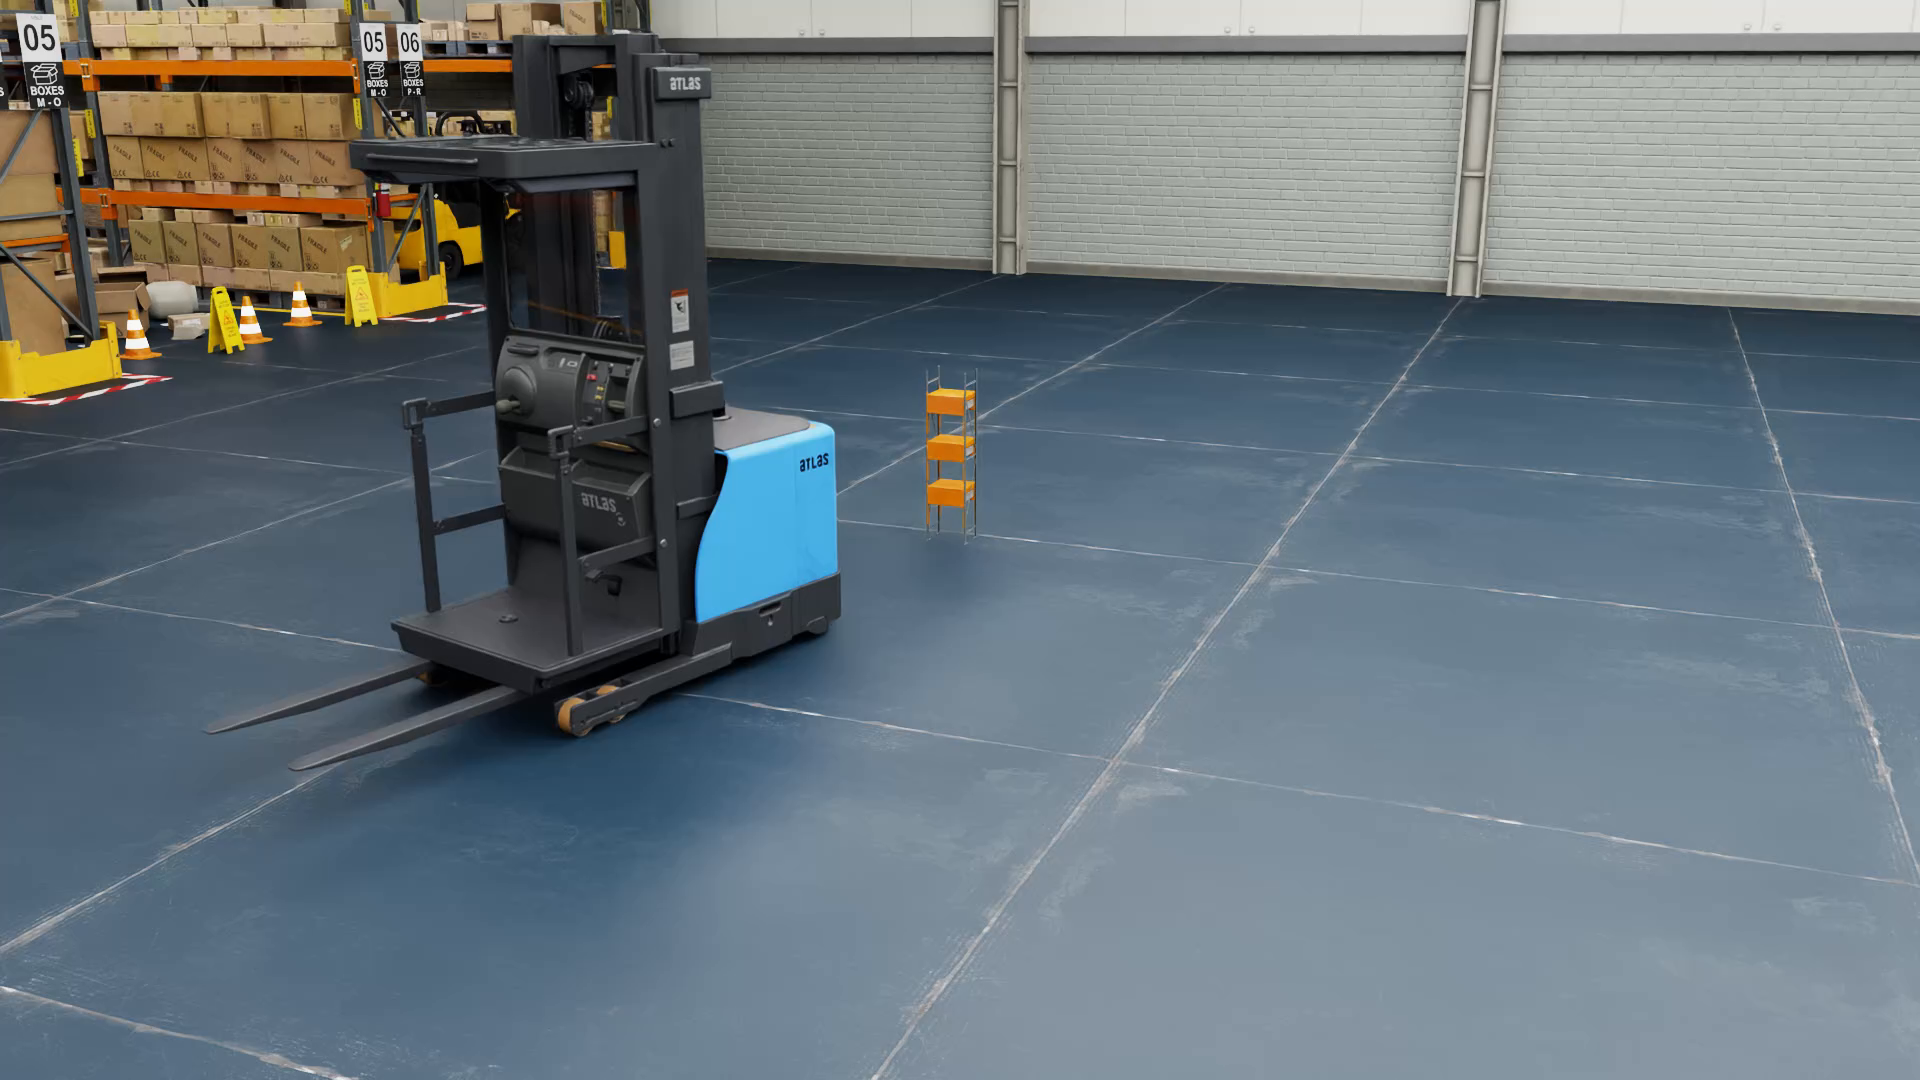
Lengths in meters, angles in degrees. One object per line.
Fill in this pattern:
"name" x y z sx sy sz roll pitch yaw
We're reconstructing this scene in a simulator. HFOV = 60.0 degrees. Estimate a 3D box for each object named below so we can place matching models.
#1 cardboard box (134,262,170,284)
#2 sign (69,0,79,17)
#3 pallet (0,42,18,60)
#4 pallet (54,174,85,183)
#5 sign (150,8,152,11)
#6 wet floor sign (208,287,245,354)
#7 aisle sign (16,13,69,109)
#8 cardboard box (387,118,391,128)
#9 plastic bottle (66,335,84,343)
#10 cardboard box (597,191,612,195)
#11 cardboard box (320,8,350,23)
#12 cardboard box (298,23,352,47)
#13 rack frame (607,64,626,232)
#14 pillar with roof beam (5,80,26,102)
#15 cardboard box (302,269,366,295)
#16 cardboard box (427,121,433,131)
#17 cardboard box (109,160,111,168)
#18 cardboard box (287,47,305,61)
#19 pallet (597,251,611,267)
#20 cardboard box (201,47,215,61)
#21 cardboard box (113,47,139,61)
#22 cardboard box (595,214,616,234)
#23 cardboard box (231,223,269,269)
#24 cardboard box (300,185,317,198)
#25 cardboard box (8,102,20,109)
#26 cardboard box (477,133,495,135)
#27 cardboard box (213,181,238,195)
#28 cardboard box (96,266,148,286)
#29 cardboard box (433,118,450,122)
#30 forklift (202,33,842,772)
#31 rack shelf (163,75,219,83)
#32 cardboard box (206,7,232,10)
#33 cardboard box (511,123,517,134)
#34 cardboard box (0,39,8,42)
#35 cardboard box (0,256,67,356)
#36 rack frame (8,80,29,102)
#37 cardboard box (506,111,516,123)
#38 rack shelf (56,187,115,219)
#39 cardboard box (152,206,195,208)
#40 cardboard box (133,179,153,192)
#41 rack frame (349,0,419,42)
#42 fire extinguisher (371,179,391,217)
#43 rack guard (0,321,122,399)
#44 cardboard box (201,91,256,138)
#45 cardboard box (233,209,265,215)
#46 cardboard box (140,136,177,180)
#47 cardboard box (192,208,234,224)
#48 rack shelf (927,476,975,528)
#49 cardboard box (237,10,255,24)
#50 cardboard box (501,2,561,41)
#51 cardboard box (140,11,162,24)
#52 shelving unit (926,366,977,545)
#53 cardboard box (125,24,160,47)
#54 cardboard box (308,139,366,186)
"cardboard box" -9.672 -3.280 20.271 0.500 0.250 0.500 5 17 18
"sign" -10.322 -6.263 19.353 0.005 0.325 0.100 6 17 21
"pallet" -11.623 -6.076 20.679 1.003 0.211 1.213 6 17 21
"pallet" -11.986 -4.655 21.171 1.213 0.211 1.003 6 17 21
"sign" -9.930 -6.360 20.392 0.005 0.325 0.100 6 17 21
"wet floor sign" -7.369 -2.206 16.615 0.232 0.644 0.267 3 17 11
"aisle sign" -7.947 -4.145 14.409 0.004 0.787 0.394 6 17 21
"cardboard box" -8.552 -6.268 25.042 0.250 0.149 0.380 6 17 19
"plastic bottle" -9.146 -2.085 17.247 0.283 0.061 0.133 0 16 1
"cardboard box" -4.961 -4.868 23.945 0.500 0.250 0.500 6 17 20
"cardboard box" -6.824 -5.781 18.347 0.250 0.149 0.380 6 17 21
"cardboard box" -6.976 -5.614 18.487 0.500 0.250 0.500 6 17 20
"rack frame" -4.583 -5.408 23.422 0.127 3.000 1.000 6 17 21
"pillar with roof beam" -17.643 -8.705 24.018 0.400 9.000 9.100 6 17 21
"cardboard box" -7.274 -3.017 19.364 0.500 0.250 0.500 6 17 20
"cardboard box" -7.610 -6.030 24.223 0.250 0.149 0.380 6 17 21
"cardboard box" -10.520 -4.749 20.849 0.250 0.149 0.380 7 17 21
"cardboard box" -7.314 -5.457 18.661 0.250 0.149 0.380 7 18 22
"pallet" -5.310 -4.136 24.042 1.213 0.211 1.003 6 17 21
"cardboard box" -8.485 -5.595 19.138 0.250 0.149 0.380 6 17 21
"cardboard box" -9.700 -5.712 19.539 0.250 0.149 0.380 6 17 21
"cardboard box" -5.150 -4.498 23.569 0.500 0.250 0.500 6 17 20
"cardboard box" -8.195 -3.482 19.620 0.500 0.500 0.500 6 17 19
"cardboard box" -7.334 -4.011 19.061 0.250 0.149 0.380 6 17 20
"cardboard box" -11.544 -5.311 20.459 0.250 0.149 0.380 6 17 18
"cardboard box" -6.565 -5.595 23.885 0.500 0.500 0.500 6 17 21
"cardboard box" -8.515 -4.142 19.510 0.250 0.149 0.380 6 17 20
"cardboard box" -9.624 -2.868 19.150 0.500 0.500 0.500 -9 18 -27
"cardboard box" -7.397 -6.130 24.032 0.250 0.149 0.380 7 17 22
"forklift" -1.896 -0.707 7.352 1.130 2.935 3.031 12 20 35
"rack shelf" -10.164 -7.117 25.218 4.000 0.370 1.077 6 17 21
"cardboard box" -10.934 -7.802 25.174 0.500 0.500 0.700 6 17 20
"cardboard box" -6.211 -5.855 23.619 0.250 0.149 0.380 6 17 21
"cardboard box" -11.661 -6.227 20.379 0.500 0.250 0.500 7 17 21
"cardboard box" -8.778 -2.060 14.946 0.875 0.875 0.875 6 17 21
"rack frame" -15.746 -6.635 27.650 0.127 3.000 1.000 6 17 21
"cardboard box" -6.217 -5.997 23.574 0.250 0.149 0.380 7 17 22
"rack shelf" -11.982 -4.388 21.200 4.000 0.370 1.077 6 17 21
"cardboard box" -12.497 -5.215 26.487 0.500 0.500 0.500 7 18 22
"cardboard box" -9.692 -4.281 19.990 0.250 0.149 0.380 7 18 22
"rack frame" -6.401 -7.001 18.149 0.127 3.000 1.000 6 17 21
"fire extinguisher" -6.463 -3.952 18.545 0.183 0.674 0.296 6 17 21
"rack guard" -8.101 -1.623 14.868 0.348 0.500 1.175 6 17 21
"cardboard box" -8.349 -4.953 19.349 0.500 0.500 0.700 6 17 20
"cardboard box" -10.839 -5.155 26.058 0.625 0.625 0.875 7 18 22
"cardboard box" -9.339 -4.558 19.780 0.500 0.500 0.500 6 17 20
"cardboard box" -8.847 -3.845 19.707 0.250 0.149 0.380 7 18 24
"rack shelf" -0.050 -0.233 10.127 0.240 0.259 0.215 6 17 21
"cardboard box" -7.969 -5.938 18.889 0.250 0.149 0.380 6 17 19
"cardboard box" -6.000 -7.259 23.305 0.500 0.500 0.700 6 17 21
"cardboard box" -9.219 -6.033 19.215 0.250 0.149 0.380 6 17 20
"shelving unit" -0.050 -0.510 10.046 0.252 1.050 0.215 6 17 21
"cardboard box" -9.330 -5.874 19.383 0.500 0.250 0.500 6 17 20
"cardboard box" -7.007 -4.295 18.875 0.500 0.500 0.500 6 17 20
